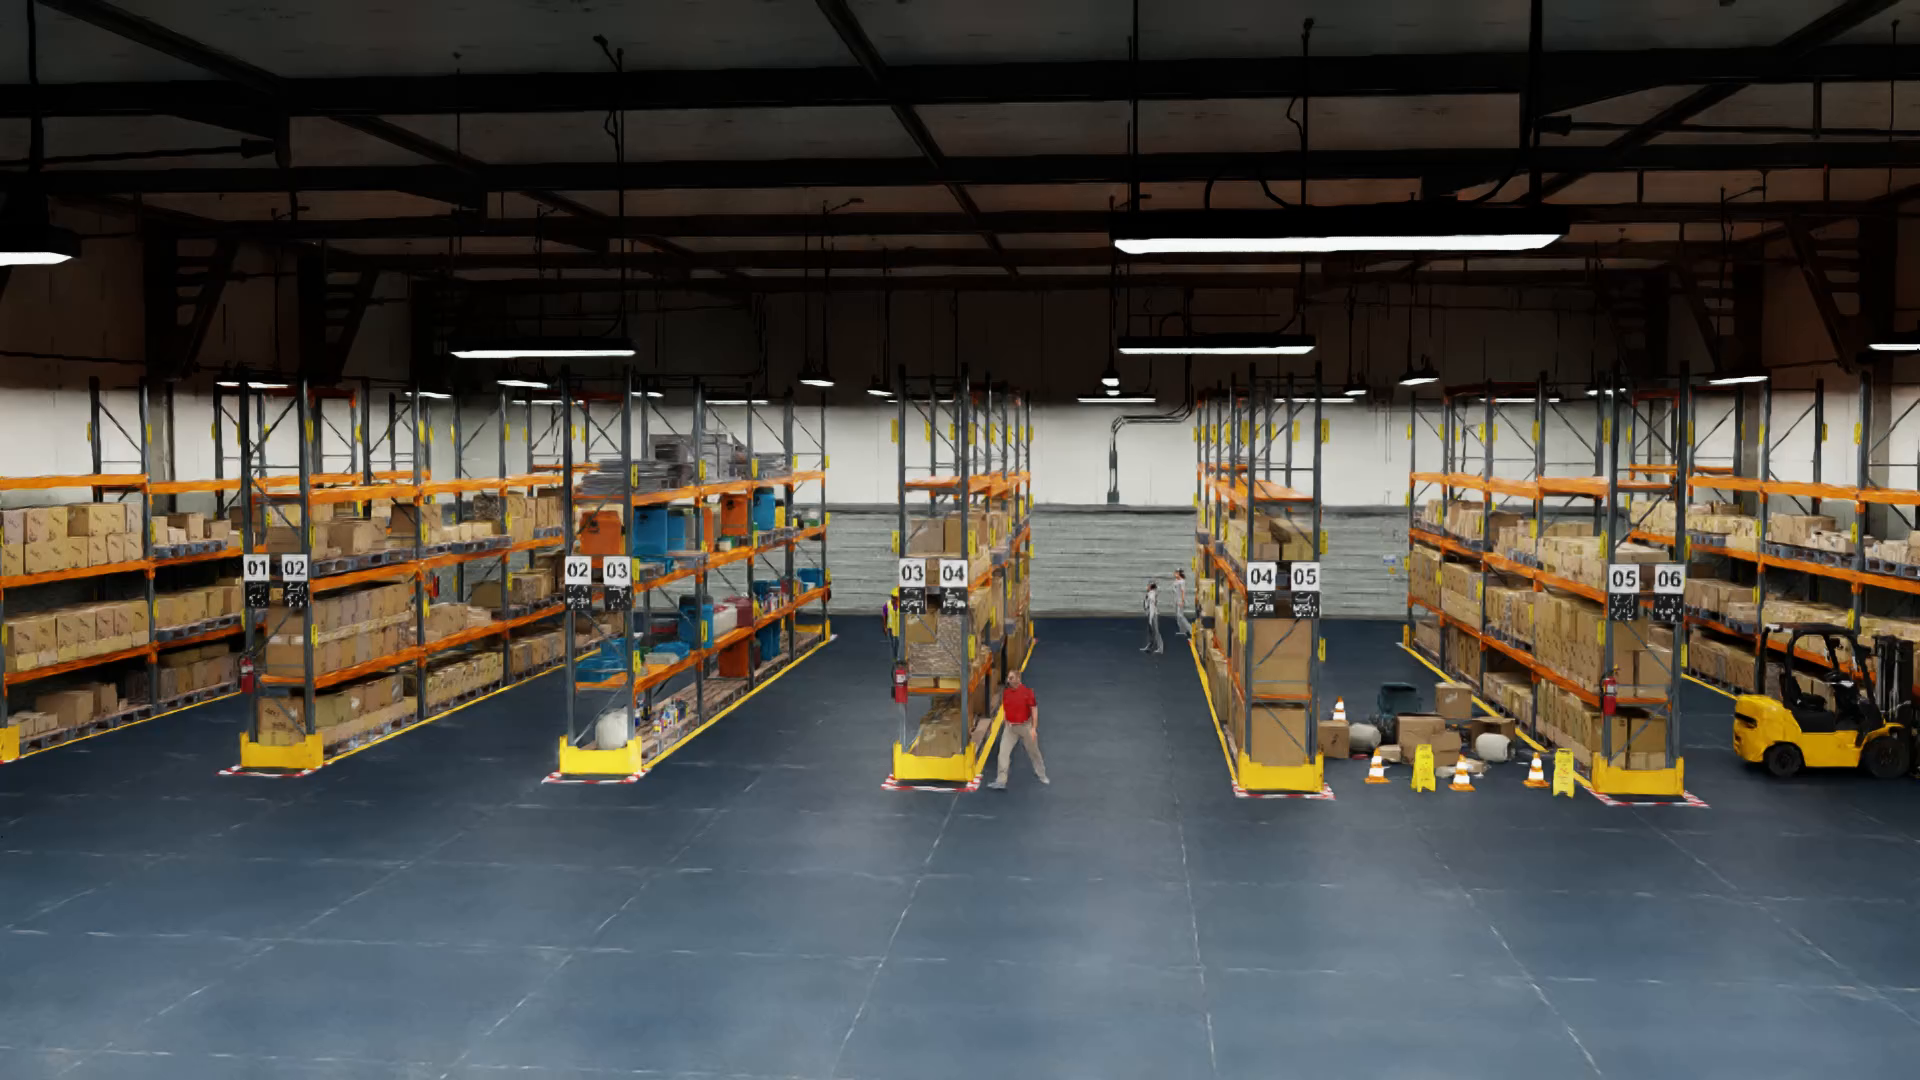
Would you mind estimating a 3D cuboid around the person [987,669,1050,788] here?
[{"bbox_3d":[0.861,2.655,23.473,0.640,1.688,0.938,2,4,30],"label":"person"}]

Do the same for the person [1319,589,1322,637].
[{"bbox_3d":[7.957,1.691,37.666,0.585,1.763,0.682,2,4,28],"label":"person"}]

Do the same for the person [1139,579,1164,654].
[{"bbox_3d":[4.374,1.730,37.914,0.564,1.664,0.667,1,4,9],"label":"person"}]

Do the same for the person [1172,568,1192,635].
[{"bbox_3d":[5.503,1.522,41.090,0.454,1.667,0.619,-1,4,-21],"label":"person"}]

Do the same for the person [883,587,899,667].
[{"bbox_3d":[-1.383,1.854,35.775,0.577,1.687,1.121,0,4,7],"label":"person"}]
